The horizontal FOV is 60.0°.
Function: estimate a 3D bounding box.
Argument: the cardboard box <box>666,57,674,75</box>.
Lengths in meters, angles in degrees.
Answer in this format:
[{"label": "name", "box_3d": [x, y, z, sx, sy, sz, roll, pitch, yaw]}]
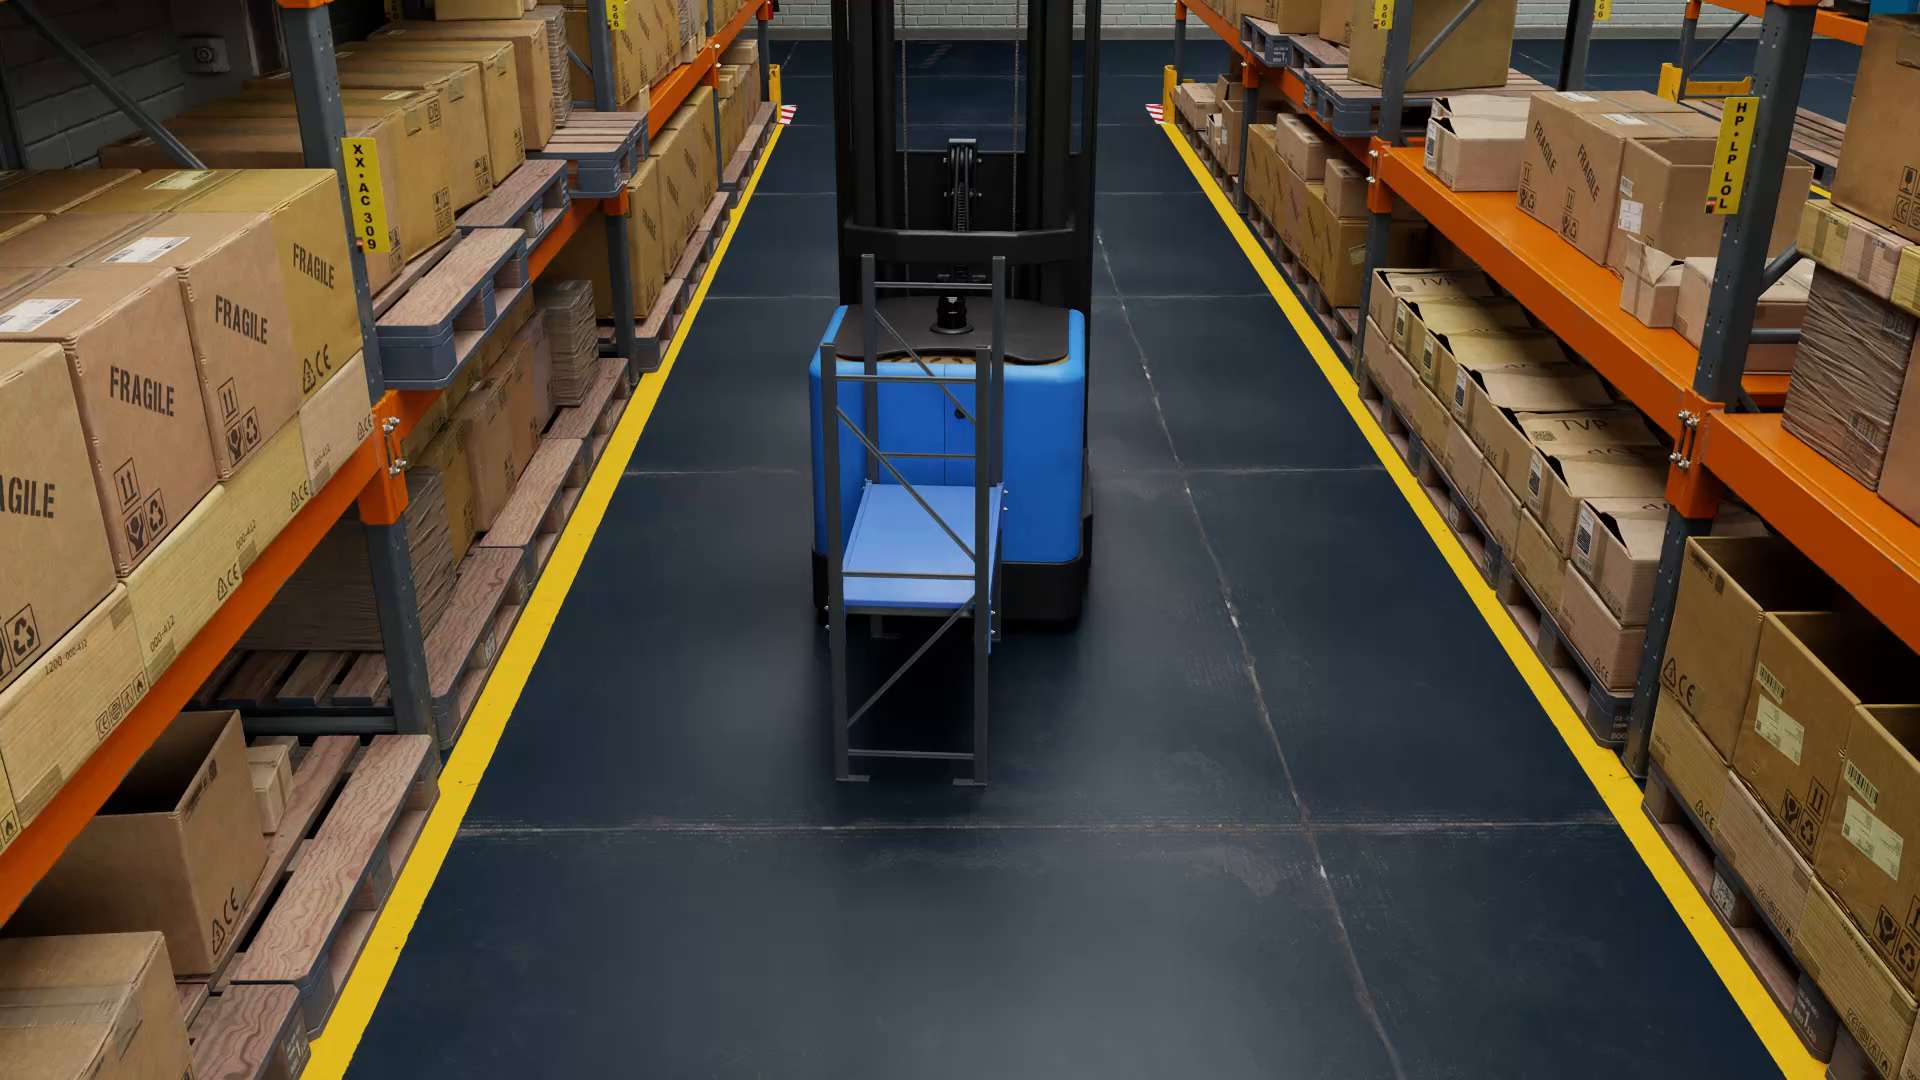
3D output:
[{"label": "cardboard box", "box_3d": [-2.059, -3.104, 10.753, 0.380, 0.149, 0.250, -1, 24, -2]}]

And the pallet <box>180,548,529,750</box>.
[{"label": "pallet", "box_3d": [-2.239, 0.376, 6.163, 1.003, 0.211, 1.213, 0, 24, -1]}]

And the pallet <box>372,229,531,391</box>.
[{"label": "pallet", "box_3d": [-2.092, -0.802, 5.617, 1.003, 0.211, 1.213, 0, 24, -1]}]

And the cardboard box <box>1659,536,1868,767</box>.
[{"label": "cardboard box", "box_3d": [2.417, 0.314, 4.832, 0.500, 0.500, 0.500, 0, 24, -1]}]

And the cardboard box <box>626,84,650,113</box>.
[{"label": "cardboard box", "box_3d": [-1.957, -2.468, 9.346, 0.380, 0.149, 0.250, 0, 24, 1]}]

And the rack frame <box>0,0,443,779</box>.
[{"label": "rack frame", "box_3d": [-2.229, -0.574, 4.880, 1.000, 3.000, 0.127, 0, 24, -1]}]

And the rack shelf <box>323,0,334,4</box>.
[{"label": "rack shelf", "box_3d": [-2.251, -2.437, 6.232, 1.077, 0.370, 4.000, 0, 24, -1]}]

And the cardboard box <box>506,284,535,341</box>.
[{"label": "cardboard box", "box_3d": [-2.269, -1.094, 7.618, 0.500, 0.250, 0.500, 0, 24, 0]}]

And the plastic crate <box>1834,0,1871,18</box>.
[{"label": "plastic crate", "box_3d": [7.310, -4.277, 13.328, 0.437, 0.125, 0.590, 0, 24, -1]}]

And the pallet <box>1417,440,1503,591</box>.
[{"label": "pallet", "box_3d": [2.661, -0.135, 7.292, 1.003, 0.211, 1.213, 0, 24, -1]}]

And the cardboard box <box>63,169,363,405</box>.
[{"label": "cardboard box", "box_3d": [-1.914, -0.663, 4.324, 0.500, 0.500, 0.500, 0, 24, -1]}]

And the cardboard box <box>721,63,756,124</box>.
[{"label": "cardboard box", "box_3d": [-2.247, -4.077, 15.149, 0.700, 0.500, 0.500, 0, 24, -1]}]

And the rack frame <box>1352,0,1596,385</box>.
[{"label": "rack frame", "box_3d": [2.681, -2.246, 8.577, 1.000, 3.000, 0.127, 0, 24, -1]}]

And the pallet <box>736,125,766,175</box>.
[{"label": "pallet", "box_3d": [-2.262, -3.418, 14.551, 1.003, 0.211, 1.213, 0, 24, -1]}]

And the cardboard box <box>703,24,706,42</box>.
[{"label": "cardboard box", "box_3d": [-2.029, -3.627, 11.911, 0.380, 0.149, 0.250, 0, 24, 0]}]

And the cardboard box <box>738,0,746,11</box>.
[{"label": "cardboard box", "box_3d": [-2.326, -4.832, 13.929, 0.980, 0.700, 0.700, -1, 24, -3]}]

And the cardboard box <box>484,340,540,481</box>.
[{"label": "cardboard box", "box_3d": [-2.289, -0.570, 7.370, 0.700, 0.500, 0.500, 0, 24, -1]}]

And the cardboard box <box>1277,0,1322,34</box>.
[{"label": "cardboard box", "box_3d": [2.490, -3.652, 11.054, 0.700, 0.500, 0.500, 4, 25, 8]}]

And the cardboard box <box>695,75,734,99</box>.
[{"label": "cardboard box", "box_3d": [-2.043, -3.669, 13.459, 0.380, 0.149, 0.250, 1, 24, 1]}]

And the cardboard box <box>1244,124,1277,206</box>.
[{"label": "cardboard box", "box_3d": [2.399, -2.756, 12.202, 0.500, 0.500, 0.500, -1, 24, -3]}]

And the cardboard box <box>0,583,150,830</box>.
[{"label": "cardboard box", "box_3d": [-1.896, 0.299, 3.107, 0.500, 0.250, 0.500, 0, 24, 0]}]

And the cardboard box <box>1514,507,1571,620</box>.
[{"label": "cardboard box", "box_3d": [2.426, 0.085, 6.248, 0.500, 0.250, 0.500, -1, 24, -1]}]

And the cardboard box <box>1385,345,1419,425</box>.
[{"label": "cardboard box", "box_3d": [2.399, -0.760, 8.119, 0.500, 0.250, 0.500, -1, 24, -2]}]

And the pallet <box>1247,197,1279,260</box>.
[{"label": "pallet", "box_3d": [2.684, -2.289, 12.055, 1.003, 0.211, 1.213, 0, 24, -1]}]

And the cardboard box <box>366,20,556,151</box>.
[{"label": "cardboard box", "box_3d": [-2.224, -2.045, 7.476, 0.700, 0.500, 0.500, -3, 24, -6]}]

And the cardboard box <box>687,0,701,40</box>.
[{"label": "cardboard box", "box_3d": [-2.044, -3.662, 11.199, 0.500, 0.500, 0.500, 0, 24, 0]}]

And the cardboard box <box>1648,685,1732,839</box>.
[{"label": "cardboard box", "box_3d": [2.426, 0.656, 4.987, 0.500, 0.250, 0.500, 0, 24, -1]}]

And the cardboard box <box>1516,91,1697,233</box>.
[{"label": "cardboard box", "box_3d": [2.716, -1.600, 7.027, 0.500, 0.500, 0.500, -2, 24, -3]}]

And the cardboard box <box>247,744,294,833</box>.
[{"label": "cardboard box", "box_3d": [-2.193, 0.737, 4.886, 0.380, 0.166, 0.250, -3, 25, -7]}]

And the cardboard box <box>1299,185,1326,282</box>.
[{"label": "cardboard box", "box_3d": [2.431, -1.905, 10.322, 0.500, 0.500, 0.500, -1, 24, -2]}]

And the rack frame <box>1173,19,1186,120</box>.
[{"label": "rack frame", "box_3d": [2.594, -5.543, 15.865, 1.000, 3.000, 0.127, 0, 24, -1]}]

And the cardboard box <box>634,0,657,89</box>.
[{"label": "cardboard box", "box_3d": [-2.018, -2.830, 9.360, 0.500, 0.500, 0.500, 1, 24, 1]}]

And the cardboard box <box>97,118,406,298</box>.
[{"label": "cardboard box", "box_3d": [-2.200, -1.030, 5.232, 0.700, 0.500, 0.500, 0, 24, 0]}]

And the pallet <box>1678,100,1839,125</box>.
[{"label": "pallet", "box_3d": [7.517, -3.953, 15.734, 1.003, 0.211, 1.213, 0, 24, -1]}]

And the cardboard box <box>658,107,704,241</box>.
[{"label": "cardboard box", "box_3d": [-2.166, -2.449, 11.124, 0.750, 0.750, 0.750, 0, 24, 1]}]

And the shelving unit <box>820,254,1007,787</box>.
[{"label": "shelving unit", "box_3d": [-0.127, -0.095, 5.641, 0.538, 1.500, 1.048, 2, 24, 3]}]

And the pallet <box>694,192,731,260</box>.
[{"label": "pallet", "box_3d": [-2.232, -2.283, 12.041, 1.003, 0.211, 1.213, 0, 24, -1]}]

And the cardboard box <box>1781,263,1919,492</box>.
[{"label": "cardboard box", "box_3d": [2.736, -0.461, 4.507, 0.700, 0.500, 0.500, -1, 24, -2]}]

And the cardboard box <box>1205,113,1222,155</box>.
[{"label": "cardboard box", "box_3d": [2.339, -3.412, 13.884, 0.500, 0.311, 0.500, 0, 24, -1]}]

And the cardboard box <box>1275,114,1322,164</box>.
[{"label": "cardboard box", "box_3d": [2.410, -2.685, 11.137, 0.500, 0.250, 0.500, 0, 24, 0]}]

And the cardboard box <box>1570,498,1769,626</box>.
[{"label": "cardboard box", "box_3d": [2.433, 0.042, 5.663, 0.500, 0.311, 0.500, 0, 24, -1]}]

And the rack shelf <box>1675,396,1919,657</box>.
[{"label": "rack shelf", "box_3d": [2.746, 0.554, 3.258, 1.077, 0.370, 4.000, 0, 24, -1]}]

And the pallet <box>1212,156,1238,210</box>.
[{"label": "pallet", "box_3d": [2.631, -2.907, 13.421, 1.003, 0.211, 1.213, 0, 24, -1]}]

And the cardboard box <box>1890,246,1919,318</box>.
[{"label": "cardboard box", "box_3d": [2.541, -0.618, 4.067, 0.380, 0.149, 0.250, -1, 24, -2]}]

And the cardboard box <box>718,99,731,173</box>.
[{"label": "cardboard box", "box_3d": [-2.222, -3.232, 13.279, 0.700, 0.500, 0.500, 0, 24, 0]}]

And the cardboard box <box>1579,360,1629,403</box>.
[{"label": "cardboard box", "box_3d": [2.951, -0.597, 7.076, 0.500, 0.311, 0.500, 0, 24, 1]}]

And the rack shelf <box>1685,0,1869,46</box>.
[{"label": "rack shelf", "box_3d": [7.569, -4.412, 14.237, 1.077, 0.370, 4.000, 0, 24, -1]}]

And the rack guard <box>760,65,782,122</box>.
[{"label": "rack guard", "box_3d": [-2.360, -4.390, 16.350, 1.175, 0.500, 0.348, 0, 24, -1]}]

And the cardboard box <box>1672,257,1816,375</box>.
[{"label": "cardboard box", "box_3d": [2.676, -0.732, 5.411, 0.500, 0.250, 0.500, 1, 24, 3]}]

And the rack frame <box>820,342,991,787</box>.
[{"label": "rack frame", "box_3d": [-0.160, 0.114, 5.178, 0.500, 1.500, 0.032, 2, 24, 3]}]

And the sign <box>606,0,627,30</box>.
[{"label": "sign", "box_3d": [-1.730, -2.720, 8.316, 0.100, 0.325, 0.005, 0, 24, -1]}]

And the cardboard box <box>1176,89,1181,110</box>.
[{"label": "cardboard box", "box_3d": [2.257, -4.175, 15.746, 0.380, 0.166, 0.250, 0, 24, -1]}]

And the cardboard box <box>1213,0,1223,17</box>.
[{"label": "cardboard box", "box_3d": [2.360, -4.569, 13.591, 0.500, 0.500, 0.500, 0, 24, 1]}]

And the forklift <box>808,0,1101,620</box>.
[{"label": "forklift", "box_3d": [0.041, -1.594, 7.218, 1.130, 2.935, 3.031, 2, 24, 3]}]

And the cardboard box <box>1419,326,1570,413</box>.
[{"label": "cardboard box", "box_3d": [2.410, -0.797, 7.518, 0.500, 0.311, 0.500, -1, 24, -2]}]
